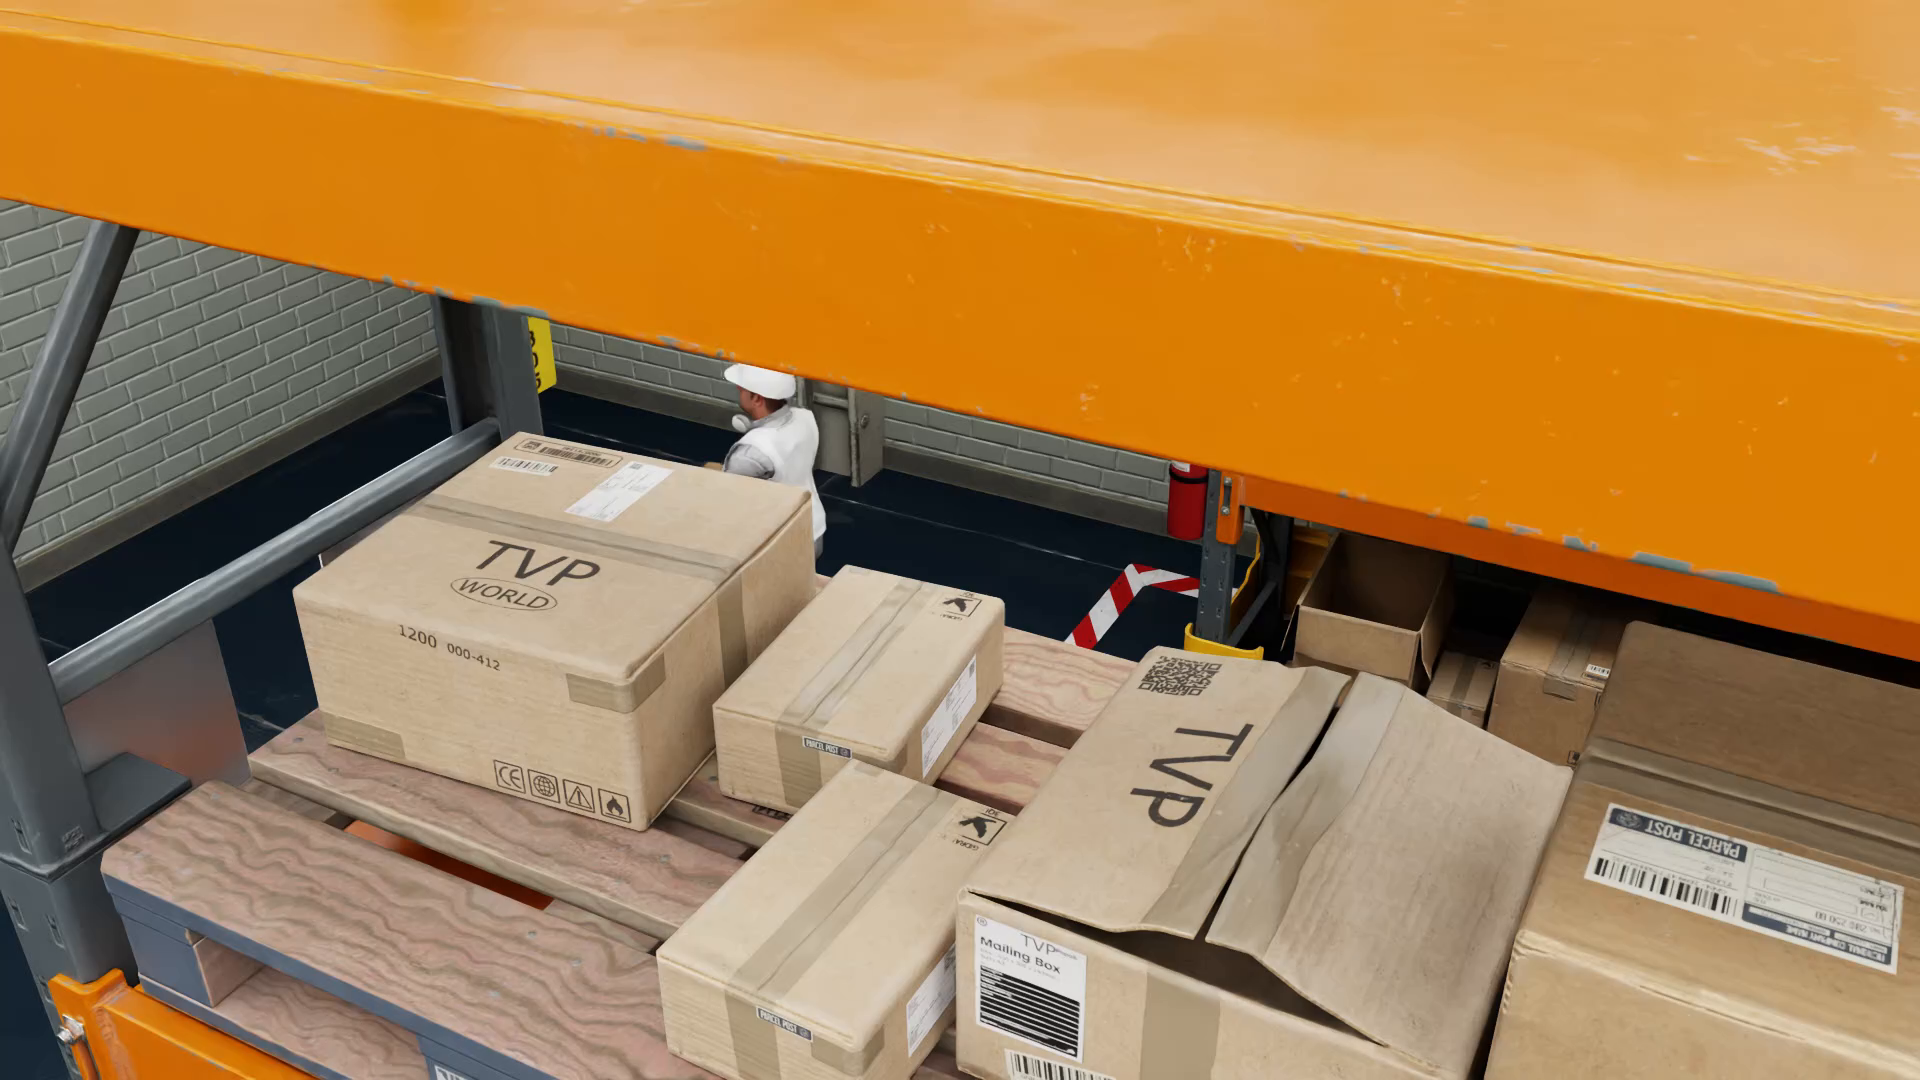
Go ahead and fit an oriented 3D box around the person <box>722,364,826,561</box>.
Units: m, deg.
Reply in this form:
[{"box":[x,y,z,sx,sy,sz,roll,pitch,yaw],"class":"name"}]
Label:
[{"box":[-0.874,-0.013,7.131,0.558,1.772,0.495,14,33,23],"class":"person"}]
